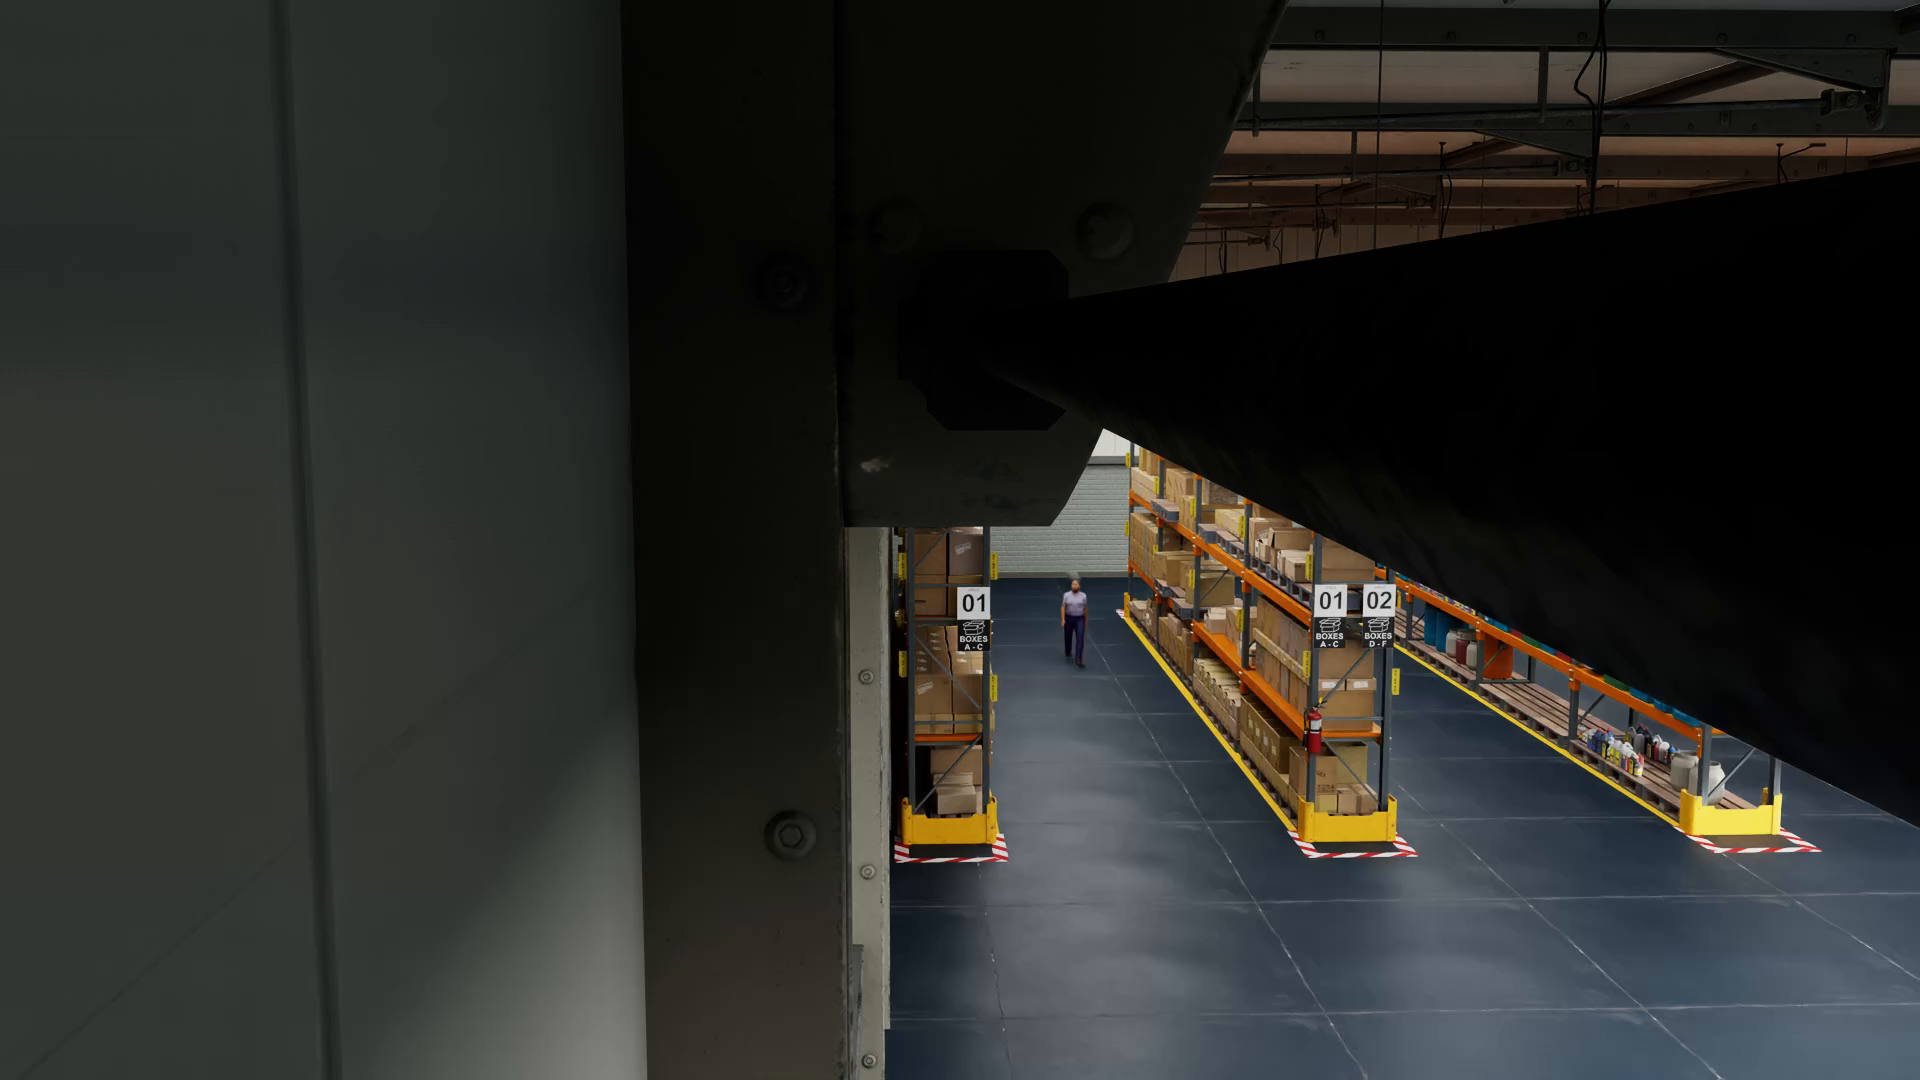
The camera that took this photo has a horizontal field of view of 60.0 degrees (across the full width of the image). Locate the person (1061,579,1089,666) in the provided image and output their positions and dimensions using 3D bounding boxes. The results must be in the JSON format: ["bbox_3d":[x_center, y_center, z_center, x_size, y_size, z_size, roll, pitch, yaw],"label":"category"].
[{"bbox_3d":[2.169,1.526,31.372,0.528,1.602,0.929,0,7,2],"label":"person"}]
